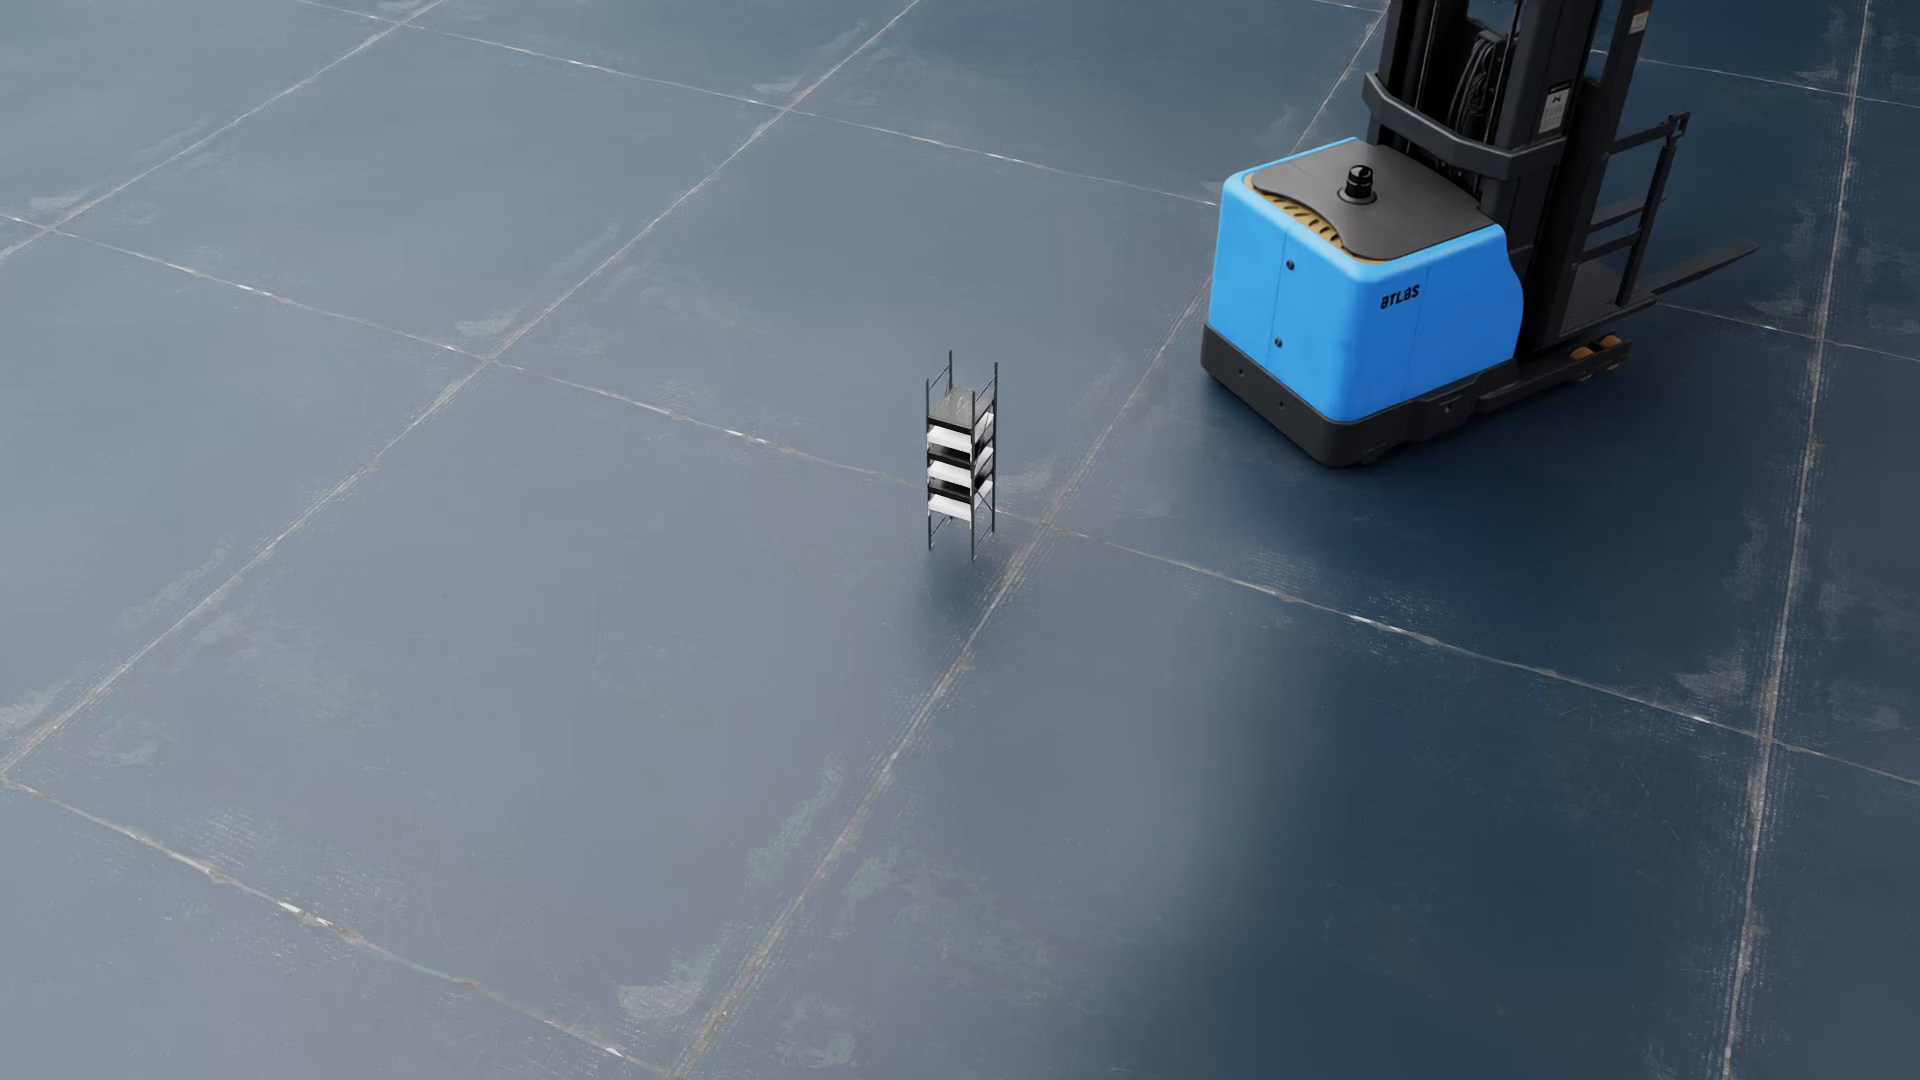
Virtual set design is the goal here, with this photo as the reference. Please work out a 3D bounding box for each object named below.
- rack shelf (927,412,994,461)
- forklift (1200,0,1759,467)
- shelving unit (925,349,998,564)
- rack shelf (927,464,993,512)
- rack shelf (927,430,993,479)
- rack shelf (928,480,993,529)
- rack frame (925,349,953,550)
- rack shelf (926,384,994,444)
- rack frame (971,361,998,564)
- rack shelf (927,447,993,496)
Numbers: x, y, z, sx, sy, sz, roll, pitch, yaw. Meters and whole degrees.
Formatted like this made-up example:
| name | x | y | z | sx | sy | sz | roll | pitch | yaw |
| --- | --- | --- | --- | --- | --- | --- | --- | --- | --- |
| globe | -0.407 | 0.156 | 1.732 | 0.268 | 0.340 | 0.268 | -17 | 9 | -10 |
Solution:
| name | x | y | z | sx | sy | sz | roll | pitch | yaw |
| --- | --- | --- | --- | --- | --- | --- | --- | --- | --- |
| rack shelf | 0.007 | -0.449 | 6.857 | 0.200 | 0.077 | 0.258 | 17 | 44 | 19 |
| forklift | 2.706 | -2.160 | 7.504 | 3.031 | 2.935 | 1.130 | -21 | 45 | -23 |
| shelving unit | 0.007 | -0.338 | 6.953 | 0.210 | 0.900 | 0.258 | 17 | 44 | 19 |
| rack shelf | 0.007 | -0.245 | 7.033 | 0.200 | 0.077 | 0.258 | 17 | 44 | 19 |
| rack shelf | 0.007 | -0.381 | 6.916 | 0.200 | 0.077 | 0.258 | 17 | 44 | 19 |
| rack shelf | 0.007 | -0.177 | 7.092 | 0.200 | 0.077 | 0.258 | 17 | 44 | 19 |
| rack frame | -0.085 | -0.366 | 6.985 | 0.006 | 0.900 | 0.240 | 17 | 44 | 19 |
| rack shelf | 0.007 | -0.517 | 6.798 | 0.200 | 0.077 | 0.258 | 17 | 44 | 19 |
| rack frame | 0.099 | -0.310 | 6.920 | 0.006 | 0.900 | 0.240 | 17 | 44 | 19 |
| rack shelf | 0.007 | -0.313 | 6.974 | 0.200 | 0.077 | 0.258 | 17 | 44 | 19 |
